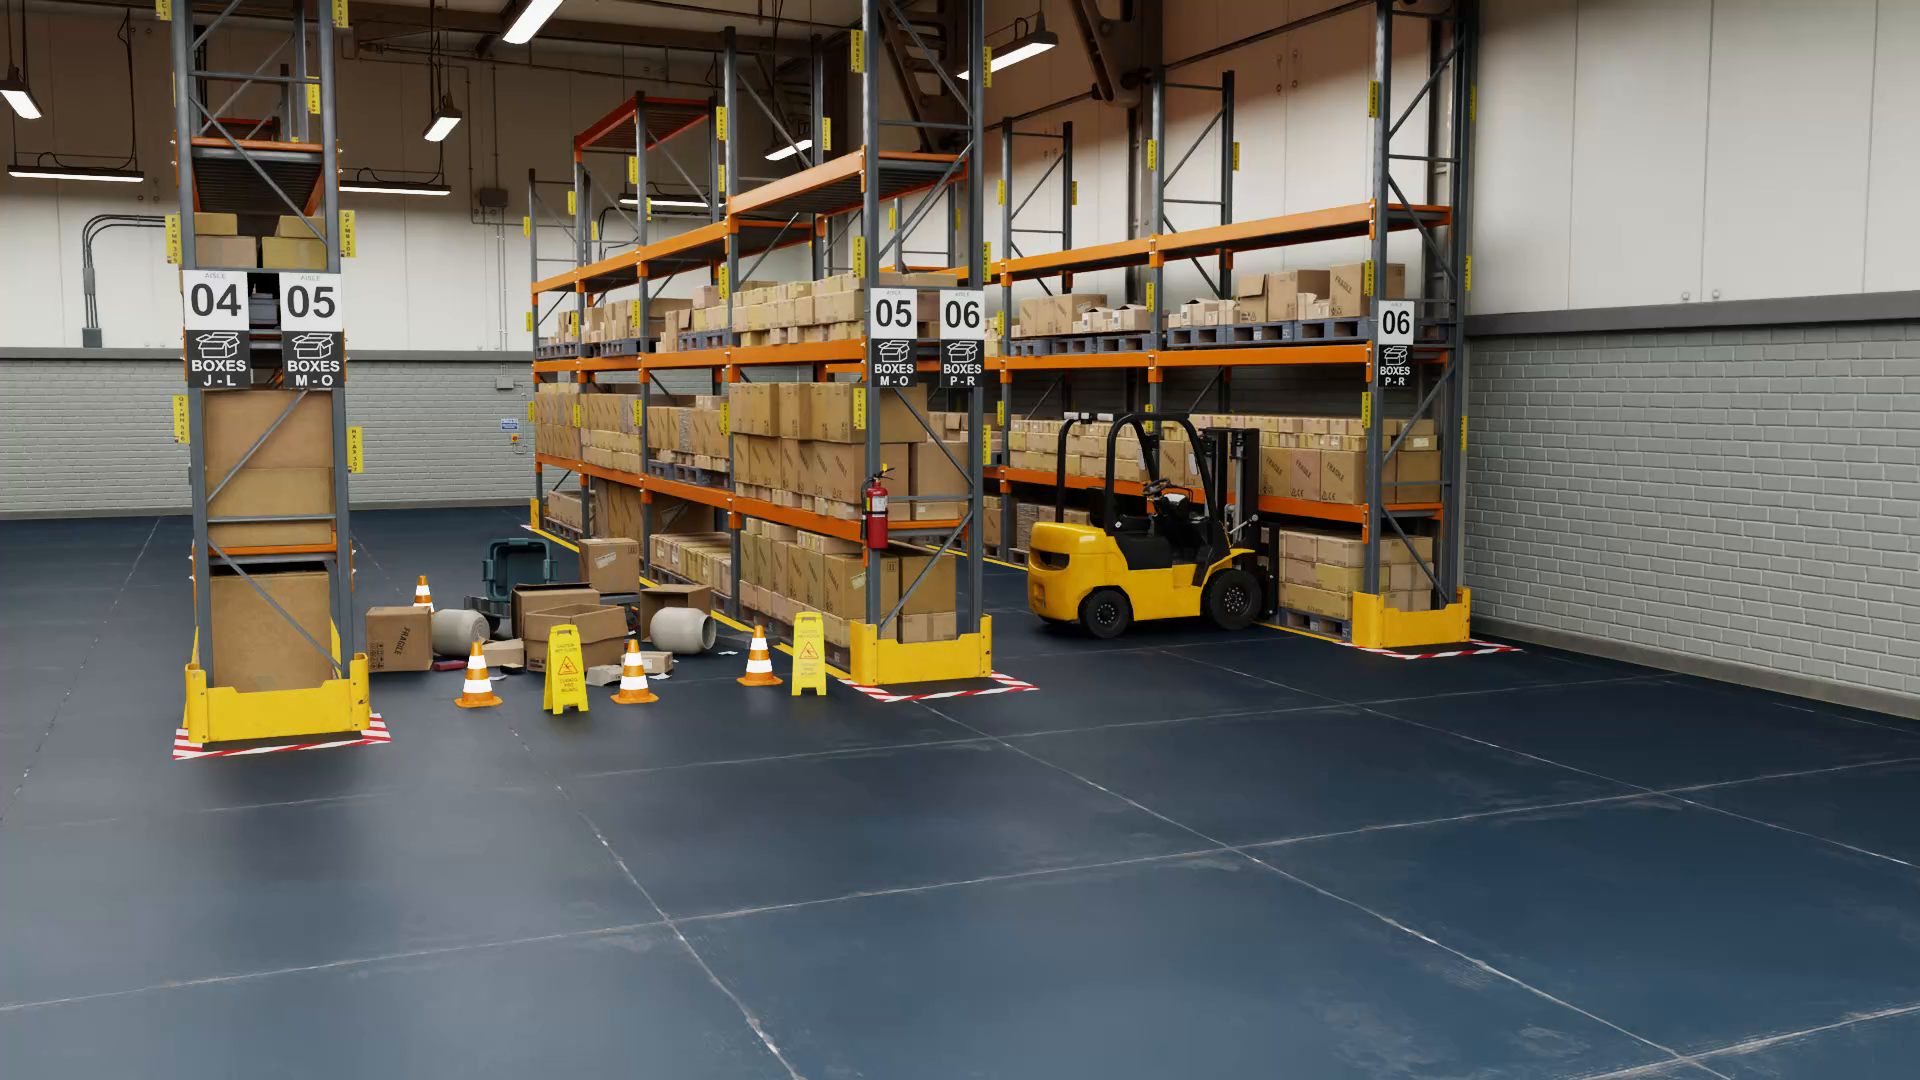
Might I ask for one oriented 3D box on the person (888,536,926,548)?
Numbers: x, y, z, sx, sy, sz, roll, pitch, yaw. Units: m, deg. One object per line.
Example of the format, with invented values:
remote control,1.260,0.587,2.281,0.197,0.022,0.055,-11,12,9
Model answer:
person,-0.601,-0.104,18.051,0.529,1.727,0.359,-2,6,-25
